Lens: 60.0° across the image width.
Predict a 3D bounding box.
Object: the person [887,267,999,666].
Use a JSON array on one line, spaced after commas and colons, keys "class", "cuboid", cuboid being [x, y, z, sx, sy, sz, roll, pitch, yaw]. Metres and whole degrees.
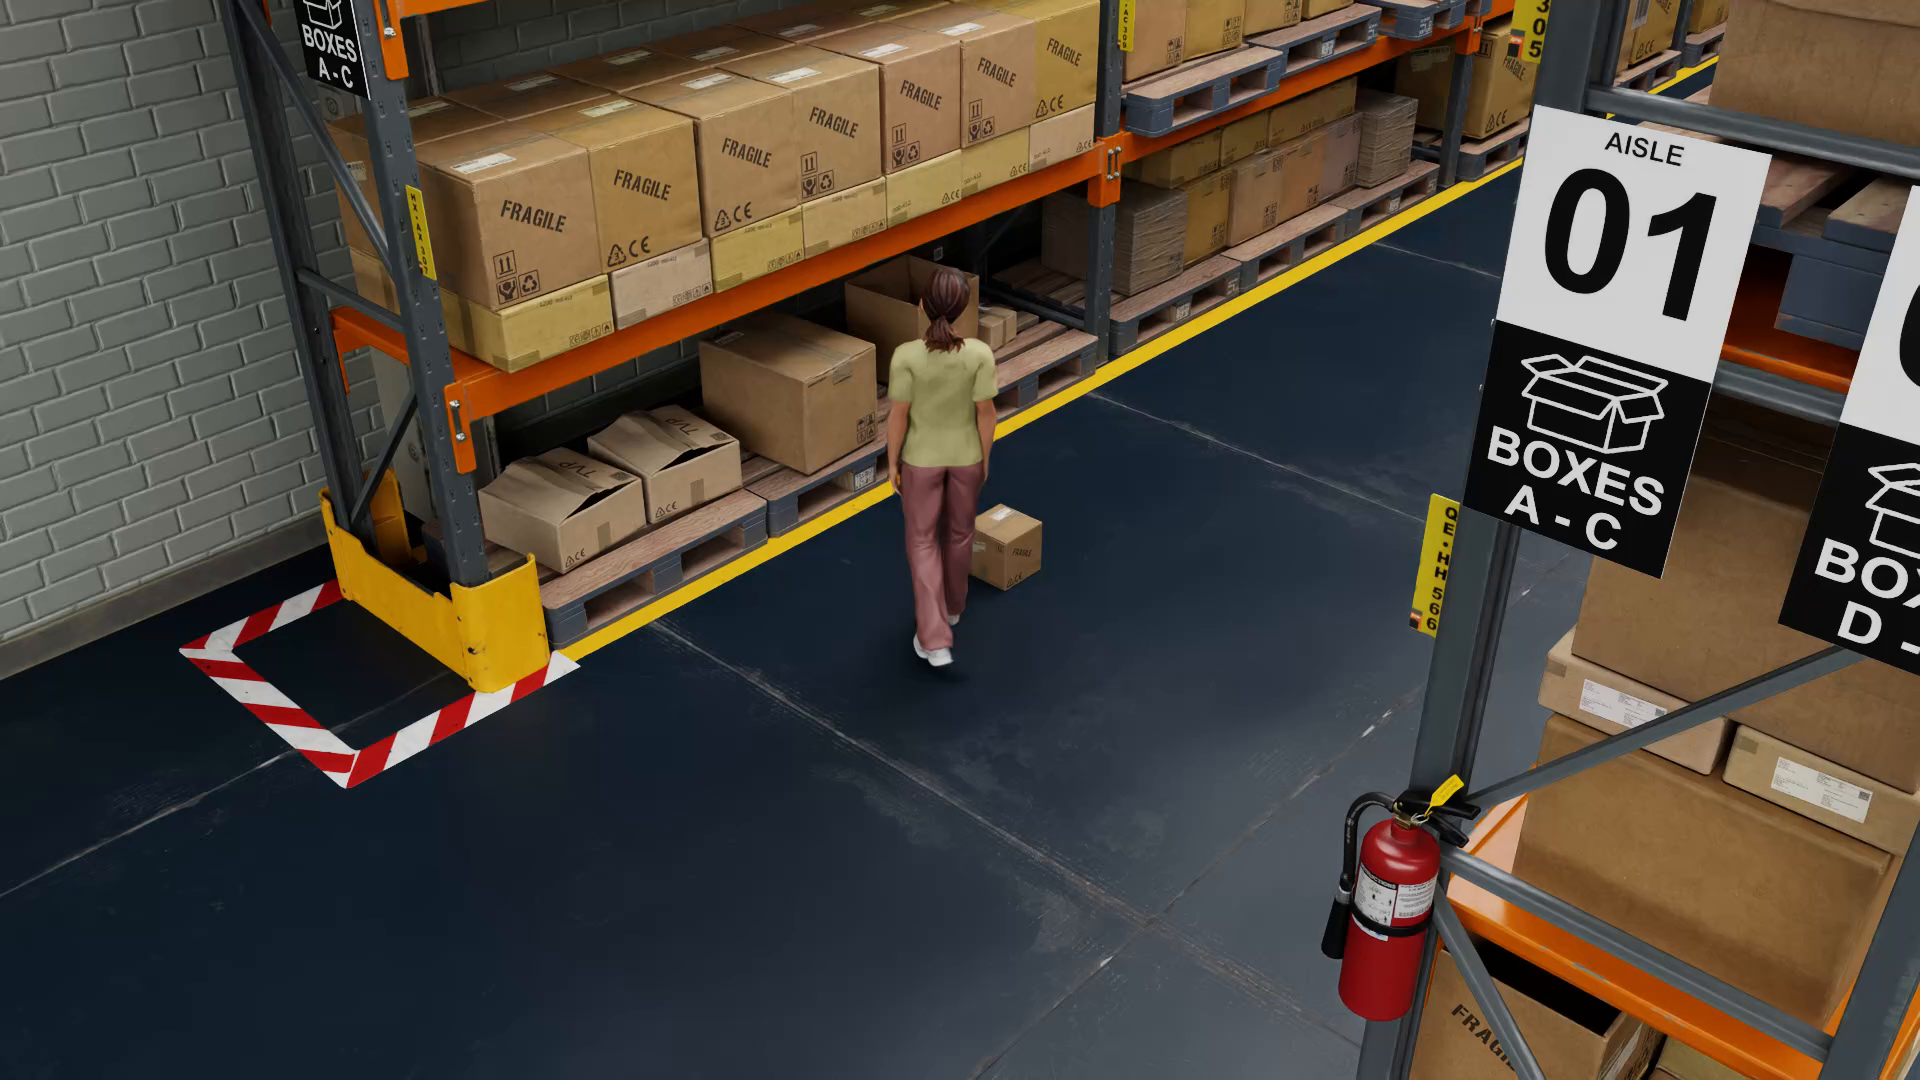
[{"class": "person", "cuboid": [-0.076, -0.314, 6.637, 0.434, 1.661, 0.680, -4, 32, -7]}]
